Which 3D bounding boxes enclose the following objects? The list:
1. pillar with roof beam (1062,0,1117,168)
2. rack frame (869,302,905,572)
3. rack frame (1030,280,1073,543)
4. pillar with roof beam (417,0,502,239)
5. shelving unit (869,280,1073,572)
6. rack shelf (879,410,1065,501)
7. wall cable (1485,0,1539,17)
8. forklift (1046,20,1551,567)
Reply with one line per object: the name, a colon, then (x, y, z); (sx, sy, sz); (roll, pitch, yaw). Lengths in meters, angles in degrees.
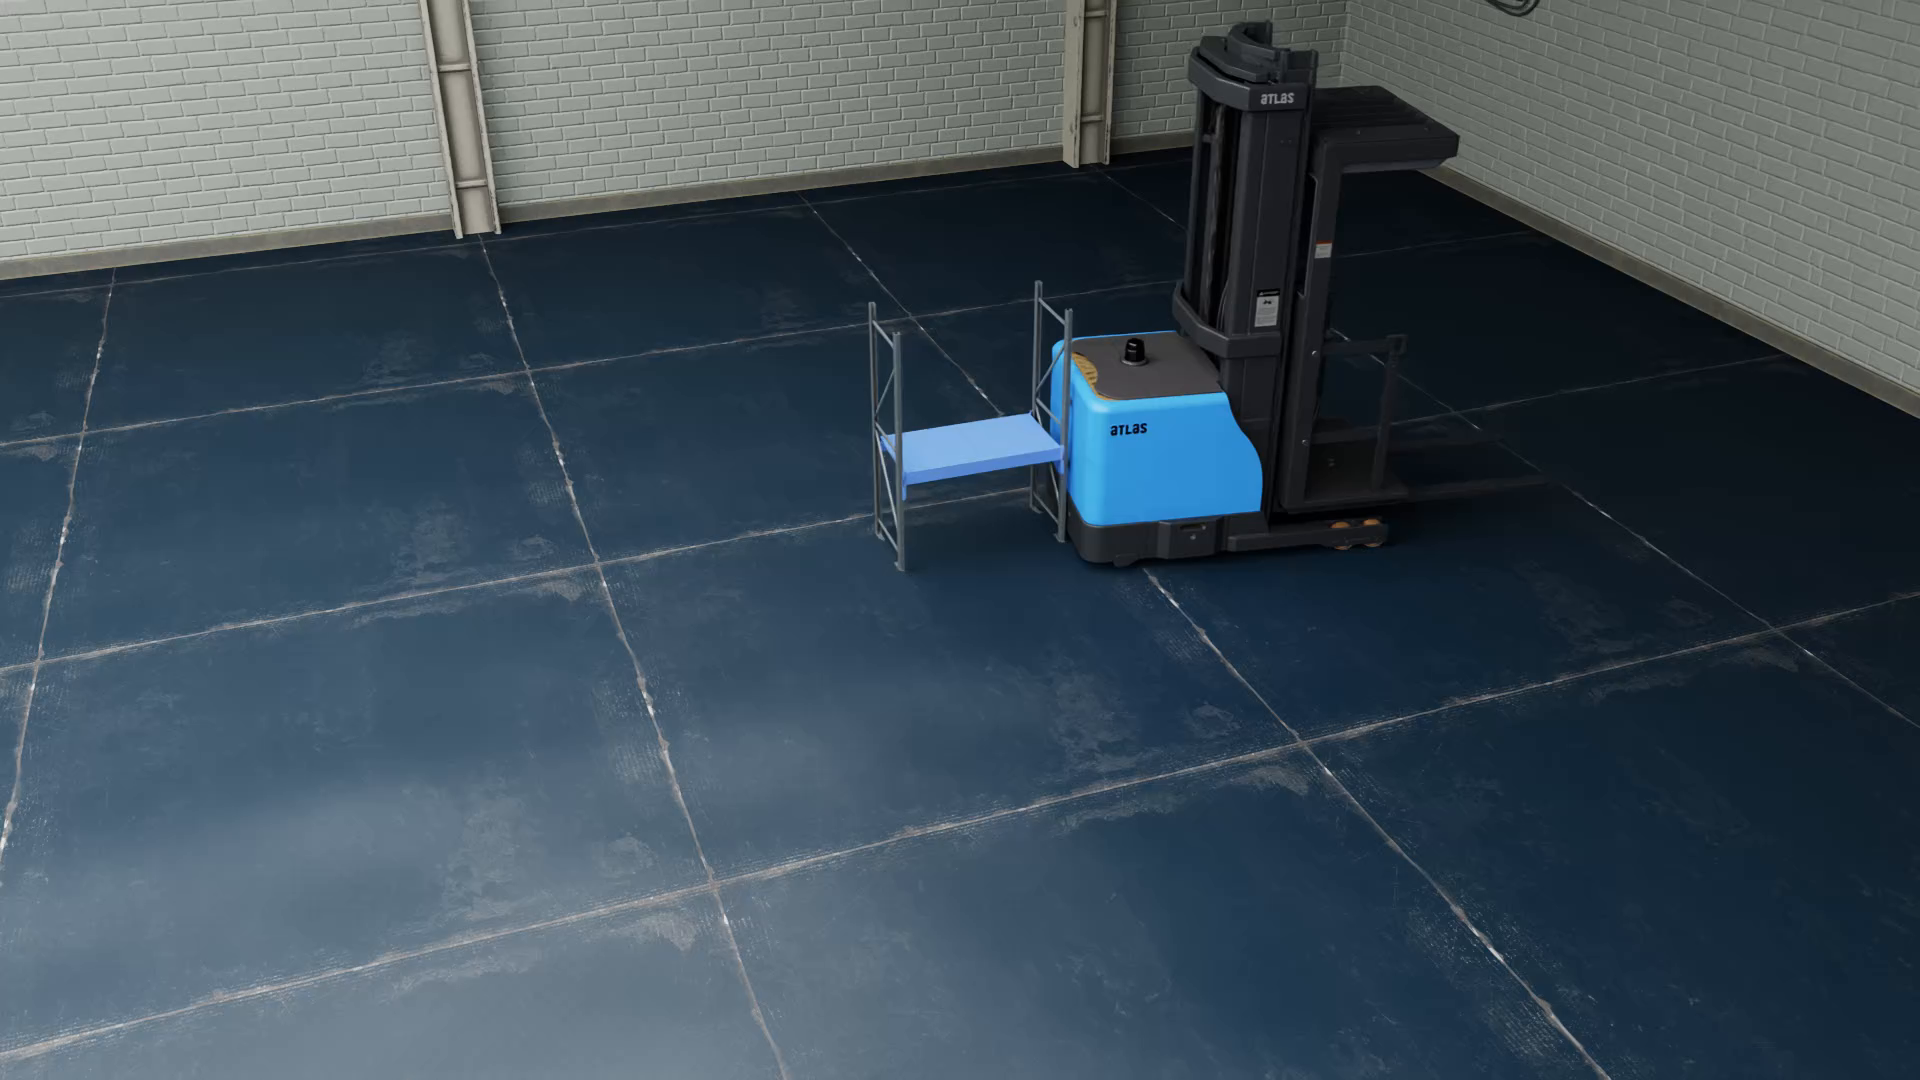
pillar with roof beam: (2.772, -5.739, 11.083); (0.400, 9.000, 9.100); (-10, 31, -18)
rack frame: (-0.421, -0.581, 9.605); (0.032, 1.500, 0.500); (-10, 31, -17)
rack frame: (0.537, -0.750, 9.901); (0.032, 1.500, 0.500); (-10, 31, -17)
pillar with roof beam: (-2.851, -4.703, 9.265); (0.400, 9.000, 9.100); (-10, 31, -18)
shelving unit: (0.058, -0.665, 9.753); (1.048, 1.500, 0.538); (-10, 31, -17)
rack shelf: (0.058, -0.509, 9.842); (1.000, 0.185, 0.538); (-10, 31, -17)
wall cable: (4.493, -6.282, 15.173); (0.112, 2.526, 3.097); (-10, 31, -18)
forklift: (2.112, -1.464, 9.710); (3.031, 2.935, 1.130); (-5, 30, -10)
